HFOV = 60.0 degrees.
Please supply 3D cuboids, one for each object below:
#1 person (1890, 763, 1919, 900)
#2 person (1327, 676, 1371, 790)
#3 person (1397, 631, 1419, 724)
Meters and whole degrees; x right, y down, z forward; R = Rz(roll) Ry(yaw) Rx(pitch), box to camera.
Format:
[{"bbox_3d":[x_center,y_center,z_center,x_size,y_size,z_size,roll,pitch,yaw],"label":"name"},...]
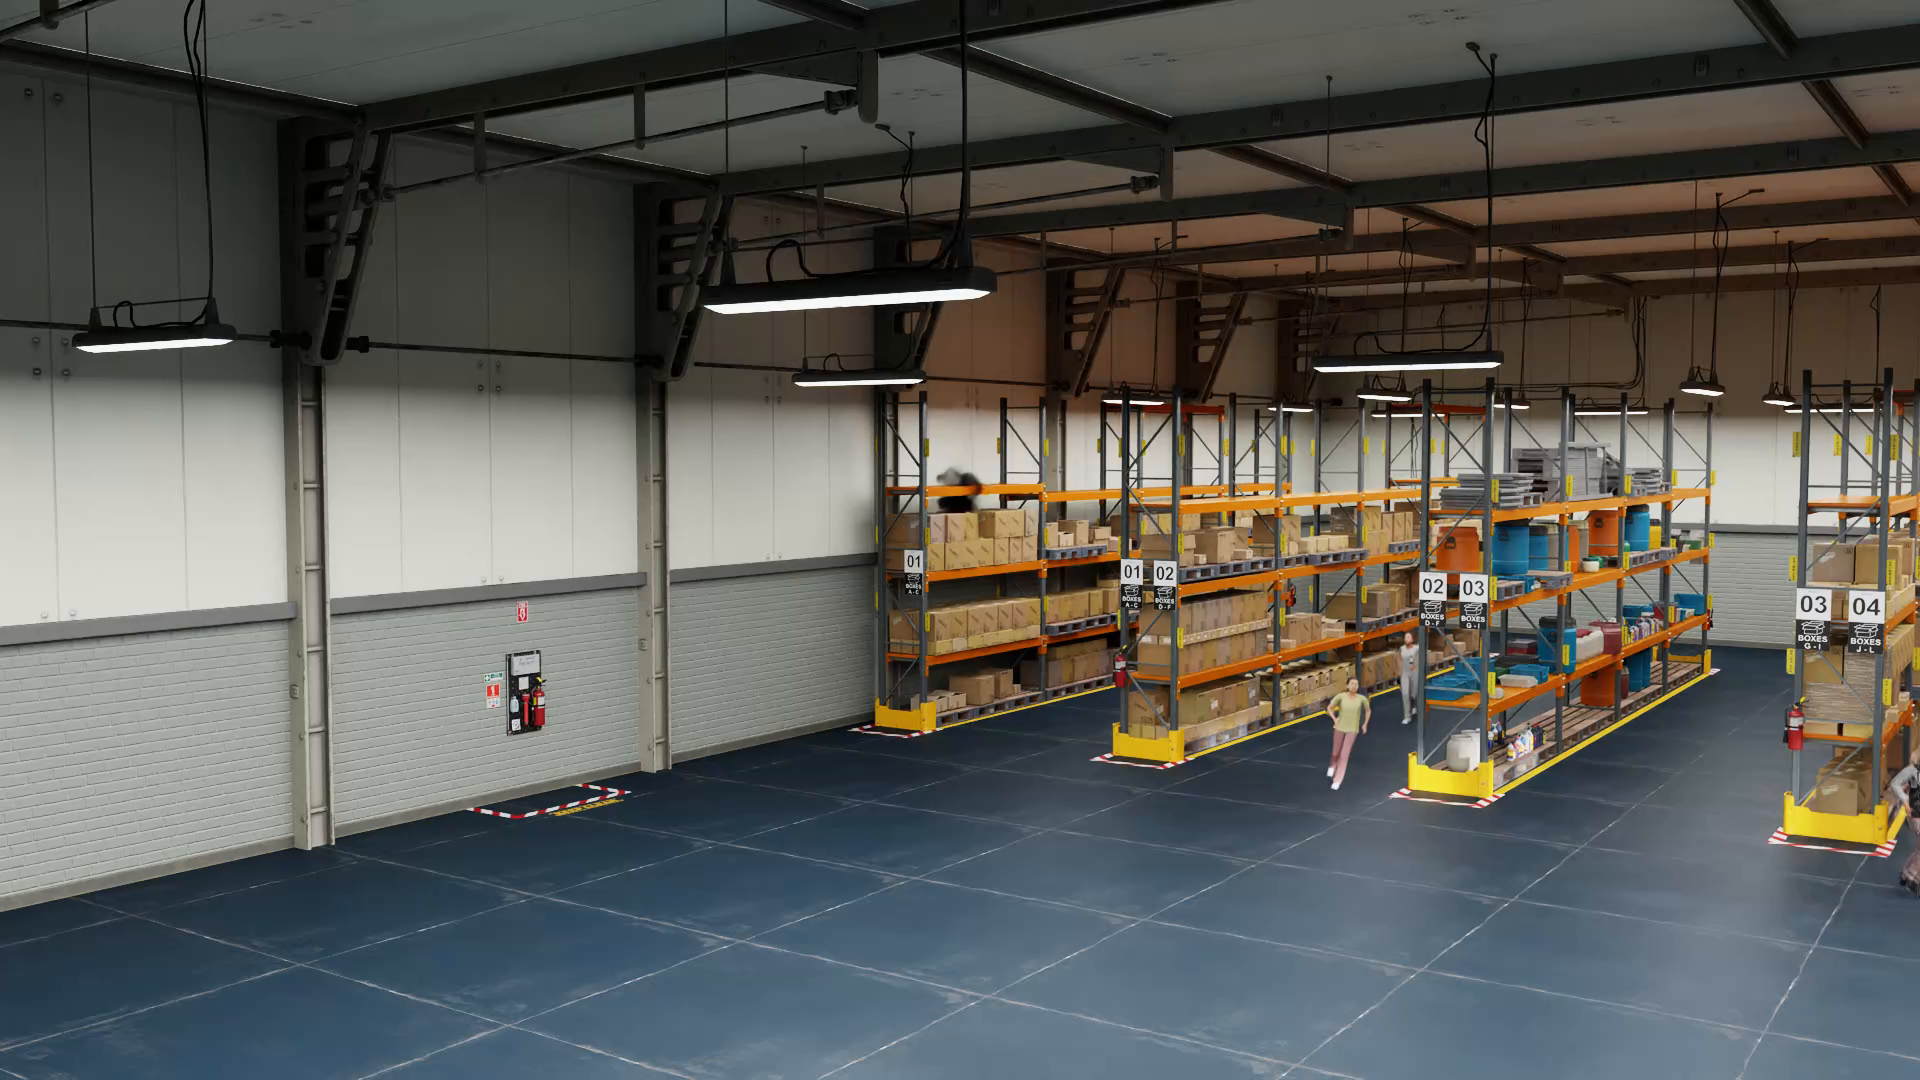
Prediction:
[{"bbox_3d":[10.778,3.136,18.472,0.628,1.760,0.734,-1,3,-17],"label":"person"},{"bbox_3d":[5.737,2.817,24.544,0.635,1.623,0.887,1,3,14],"label":"person"},{"bbox_3d":[8.240,2.500,30.387,0.563,1.658,0.801,2,4,31],"label":"person"}]
